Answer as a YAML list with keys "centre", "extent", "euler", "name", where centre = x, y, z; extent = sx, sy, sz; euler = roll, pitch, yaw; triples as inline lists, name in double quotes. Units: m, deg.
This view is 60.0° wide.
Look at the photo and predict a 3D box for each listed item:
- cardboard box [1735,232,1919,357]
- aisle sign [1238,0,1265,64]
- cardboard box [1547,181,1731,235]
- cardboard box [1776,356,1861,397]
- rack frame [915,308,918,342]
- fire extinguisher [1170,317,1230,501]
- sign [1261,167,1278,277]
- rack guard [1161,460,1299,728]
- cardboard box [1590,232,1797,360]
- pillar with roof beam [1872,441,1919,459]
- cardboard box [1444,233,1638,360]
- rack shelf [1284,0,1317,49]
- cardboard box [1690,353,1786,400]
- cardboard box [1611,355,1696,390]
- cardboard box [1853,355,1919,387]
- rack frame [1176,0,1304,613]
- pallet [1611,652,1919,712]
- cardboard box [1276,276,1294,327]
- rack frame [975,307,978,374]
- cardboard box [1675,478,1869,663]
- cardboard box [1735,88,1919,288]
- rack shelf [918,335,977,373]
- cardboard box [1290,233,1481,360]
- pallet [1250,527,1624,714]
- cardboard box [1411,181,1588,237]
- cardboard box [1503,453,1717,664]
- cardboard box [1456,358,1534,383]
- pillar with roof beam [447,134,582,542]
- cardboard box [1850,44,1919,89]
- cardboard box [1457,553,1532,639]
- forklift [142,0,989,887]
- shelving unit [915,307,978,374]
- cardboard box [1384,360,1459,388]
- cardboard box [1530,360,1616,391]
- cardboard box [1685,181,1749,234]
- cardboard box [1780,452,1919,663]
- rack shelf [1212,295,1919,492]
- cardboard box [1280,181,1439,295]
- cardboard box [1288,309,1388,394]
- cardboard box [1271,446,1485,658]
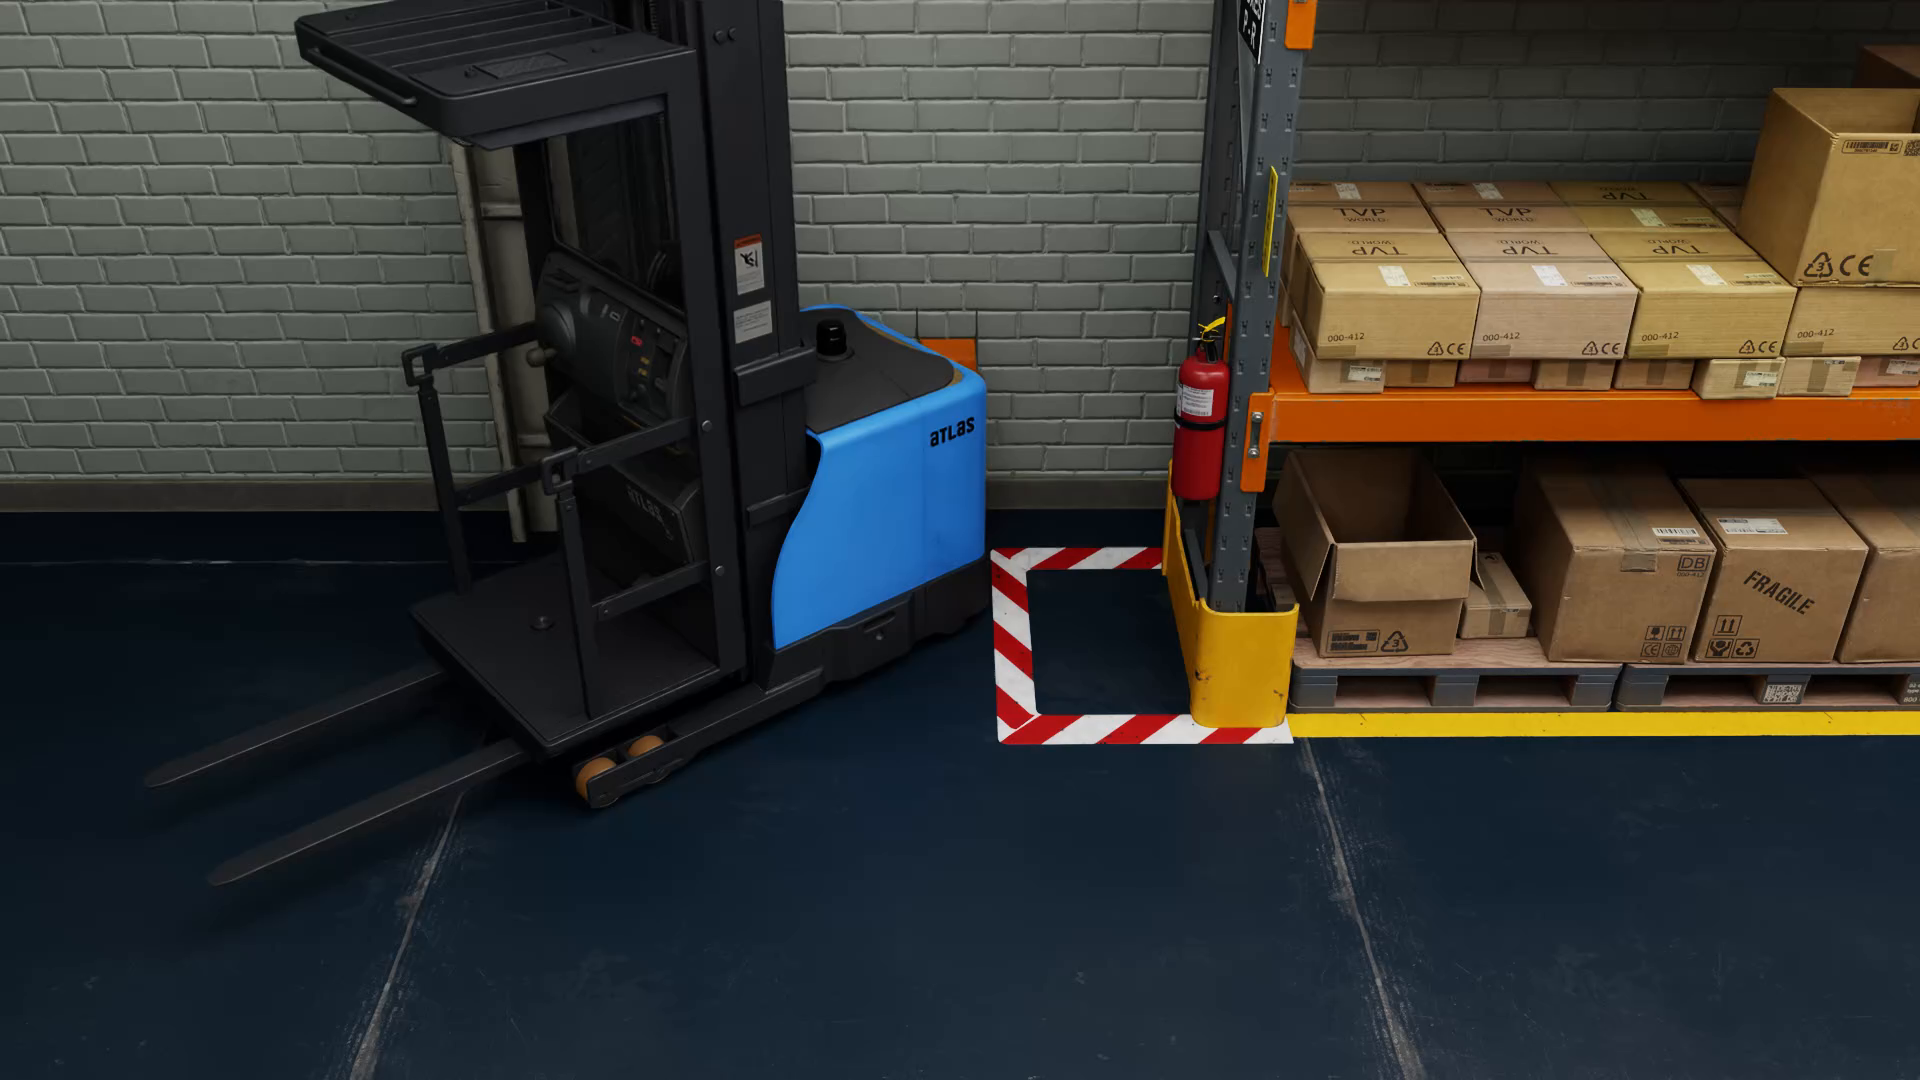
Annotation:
- centre: [2.931, -0.837, 5.596]
  extent: [0.500, 0.250, 0.500]
  euler: [-1, 31, -2]
  name: "cardboard box"
- centre: [0.887, -1.854, 4.908]
  extent: [0.004, 0.787, 0.394]
  euler: [0, 31, 0]
  name: "aisle sign"
- centre: [2.423, -1.097, 6.024]
  extent: [0.500, 0.250, 0.500]
  euler: [1, 31, 1]
  name: "cardboard box"
- centre: [2.835, -0.636, 5.649]
  extent: [0.250, 0.149, 0.380]
  euler: [1, 31, 1]
  name: "cardboard box"
- centre: [-0.176, -0.448, 6.977]
  extent: [0.008, 1.050, 0.200]
  euler: [0, 31, 0]
  name: "rack frame"
- centre: [0.809, -0.462, 5.554]
  extent: [0.183, 0.674, 0.296]
  euler: [0, 31, 0]
  name: "fire extinguisher"
- centre: [0.957, -0.984, 5.145]
  extent: [0.005, 0.325, 0.100]
  euler: [0, 31, 0]
  name: "sign"
- centre: [1.029, 0.173, 6.482]
  extent: [0.348, 0.500, 1.175]
  euler: [0, 31, 0]
  name: "rack guard"
- centre: [2.420, -0.825, 5.575]
  extent: [0.500, 0.250, 0.500]
  euler: [-1, 31, -1]
  name: "cardboard box"
- centre: [4.278, -1.705, 1.384]
  extent: [0.400, 9.000, 9.100]
  euler: [0, 31, 0]
  name: "pillar with roof beam"
- centre: [1.913, -0.821, 5.570]
  extent: [0.500, 0.250, 0.500]
  euler: [0, 31, 0]
  name: "cardboard box"
- centre: [2.953, -1.876, 5.252]
  extent: [4.000, 0.370, 1.077]
  euler: [0, 31, 0]
  name: "rack shelf"
- centre: [2.572, -0.625, 5.630]
  extent: [0.250, 0.149, 0.380]
  euler: [-1, 31, -2]
  name: "cardboard box"
- centre: [2.319, -0.663, 5.693]
  extent: [0.250, 0.149, 0.380]
  euler: [0, 31, 0]
  name: "cardboard box"
- centre: [3.093, -0.672, 5.709]
  extent: [0.250, 0.149, 0.380]
  euler: [0, 31, 0]
  name: "cardboard box"
- centre: [0.953, -0.895, 5.833]
  extent: [0.127, 3.000, 1.000]
  euler: [0, 31, 0]
  name: "rack frame"
- centre: [3.044, 0.292, 6.566]
  extent: [1.213, 0.211, 1.003]
  euler: [0, 31, 0]
  name: "pallet"
- centre: [1.283, -0.928, 6.130]
  extent: [0.250, 0.149, 0.380]
  euler: [-1, 31, -1]
  name: "cardboard box"
- centre: [0.068, -0.449, 6.978]
  extent: [0.008, 1.050, 0.200]
  euler: [0, 31, 0]
  name: "rack frame"
- centre: [2.950, 0.109, 6.183]
  extent: [0.500, 0.500, 0.500]
  euler: [0, 31, 1]
  name: "cardboard box"
- centre: [2.909, -1.145, 5.381]
  extent: [0.500, 0.500, 0.500]
  euler: [1, 31, 1]
  name: "cardboard box"
- centre: [-0.054, -0.682, 6.836]
  extent: [0.240, 0.259, 0.215]
  euler: [0, 31, 0]
  name: "rack shelf"
- centre: [1.409, -0.820, 5.567]
  extent: [0.500, 0.250, 0.500]
  euler: [0, 31, 0]
  name: "cardboard box"
- centre: [1.827, 0.294, 6.562]
  extent: [1.213, 0.211, 1.003]
  euler: [0, 31, 0]
  name: "pallet"
- centre: [1.927, -1.098, 6.026]
  extent: [0.500, 0.250, 0.500]
  euler: [0, 31, 0]
  name: "cardboard box"
- centre: [2.421, 0.059, 6.266]
  extent: [0.500, 0.500, 0.700]
  euler: [1, 31, 2]
  name: "cardboard box"
- centre: [1.800, -0.690, 5.738]
  extent: [0.250, 0.149, 0.380]
  euler: [-1, 31, -1]
  name: "cardboard box"
- centre: [-1.722, -1.686, 1.353]
  extent: [0.400, 9.000, 9.100]
  euler: [0, 31, 0]
  name: "pillar with roof beam"
- centre: [3.463, -1.424, 5.841]
  extent: [0.500, 0.500, 0.500]
  euler: [-1, 31, -2]
  name: "cardboard box"
- centre: [1.991, 0.210, 6.355]
  extent: [0.250, 0.149, 0.380]
  euler: [-1, 31, -2]
  name: "cardboard box"
- centre: [-1.339, -0.642, 5.482]
  extent: [3.031, 2.935, 1.130]
  euler: [-24, 38, -33]
  name: "forklift"
- centre: [-0.054, -0.449, 6.977]
  extent: [0.252, 1.050, 0.215]
  euler: [0, 31, 0]
  name: "shelving unit"
- centre: [1.538, -0.671, 5.706]
  extent: [0.250, 0.149, 0.380]
  euler: [1, 31, 1]
  name: "cardboard box"
- centre: [2.054, -0.659, 5.686]
  extent: [0.250, 0.149, 0.380]
  euler: [1, 31, 1]
  name: "cardboard box"
- centre: [2.945, -1.099, 6.027]
  extent: [0.500, 0.250, 0.500]
  euler: [0, 31, 0]
  name: "cardboard box"
- centre: [3.459, 0.056, 6.271]
  extent: [0.500, 0.500, 0.700]
  euler: [-1, 31, -2]
  name: "cardboard box"
- centre: [2.953, -0.594, 6.030]
  extent: [4.000, 0.370, 1.077]
  euler: [0, 31, 0]
  name: "rack shelf"
- centre: [1.412, -1.097, 6.024]
  extent: [0.500, 0.250, 0.500]
  euler: [1, 31, 1]
  name: "cardboard box"
- centre: [1.284, -0.646, 5.666]
  extent: [0.250, 0.149, 0.380]
  euler: [0, 31, -1]
  name: "cardboard box"
- centre: [1.566, 0.040, 6.294]
  extent: [0.637, 0.503, 0.797]
  euler: [-1, 31, -2]
  name: "cardboard box"
